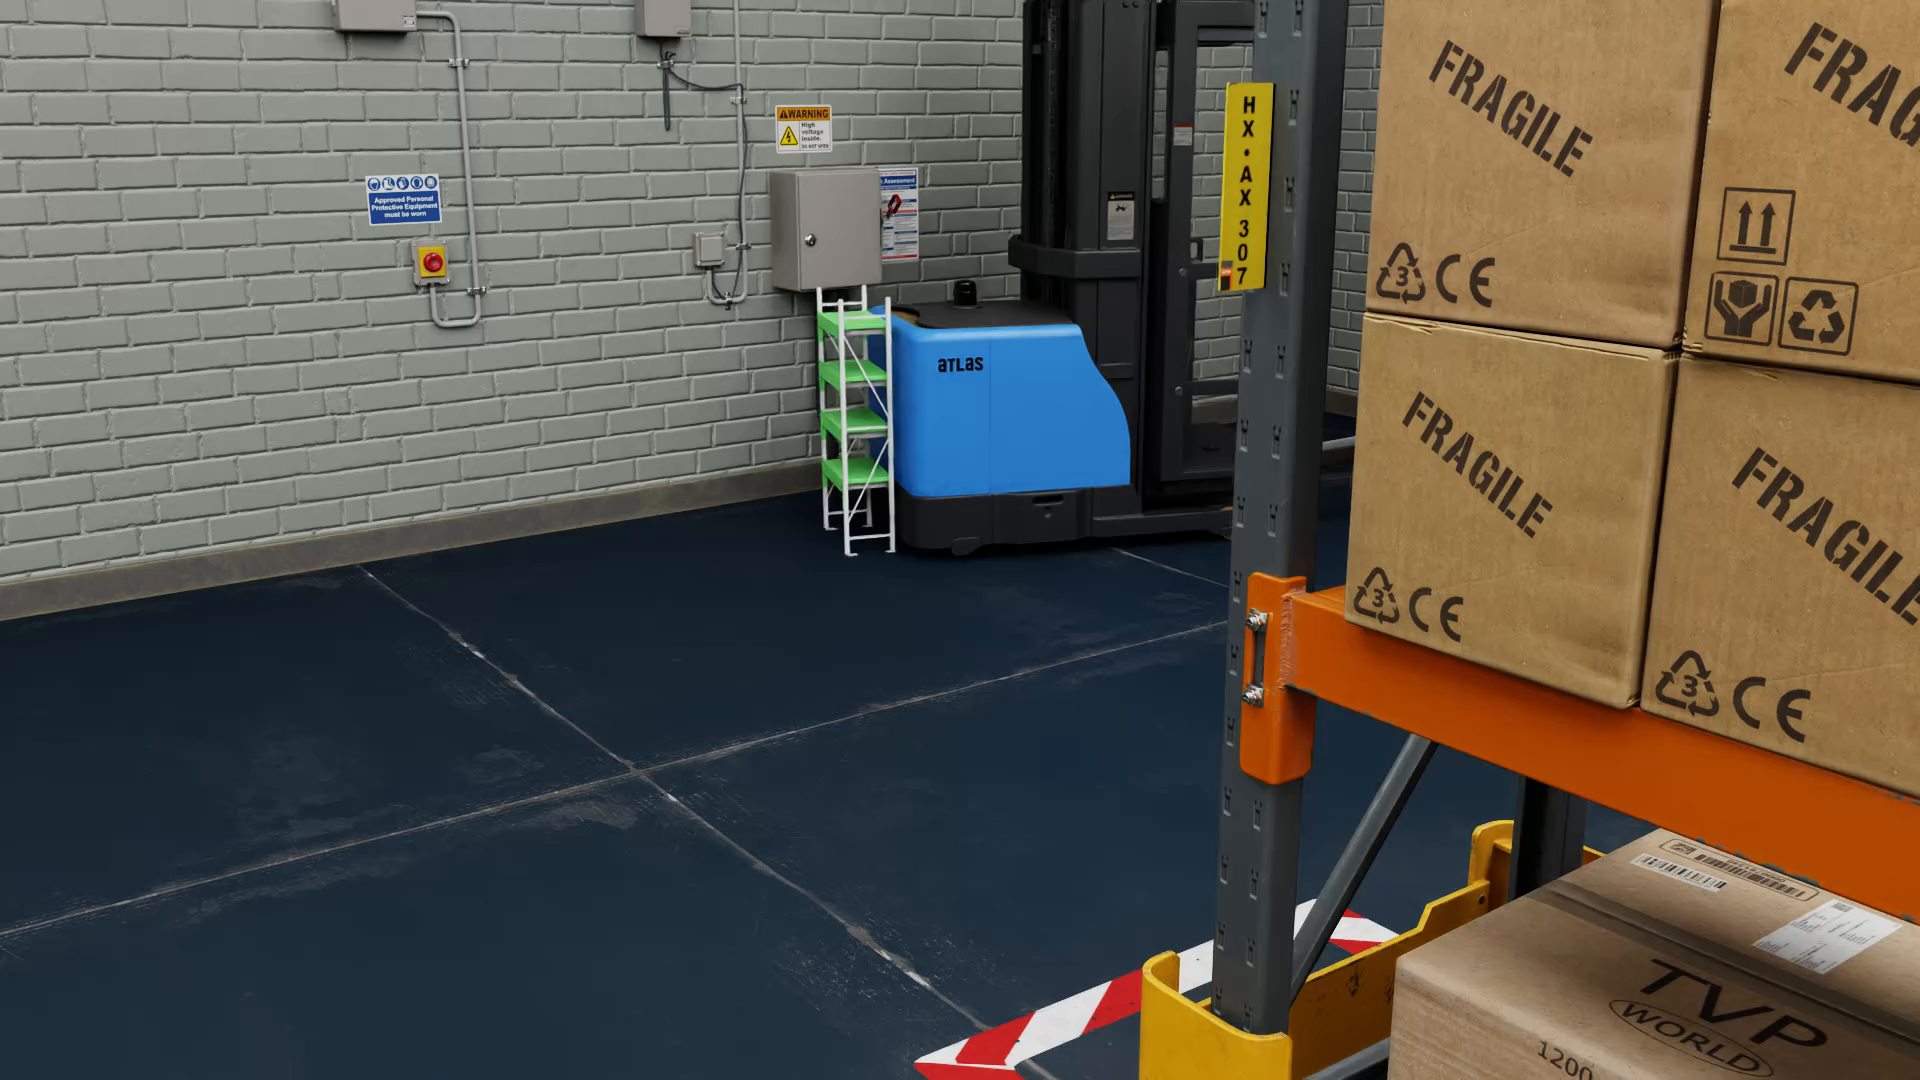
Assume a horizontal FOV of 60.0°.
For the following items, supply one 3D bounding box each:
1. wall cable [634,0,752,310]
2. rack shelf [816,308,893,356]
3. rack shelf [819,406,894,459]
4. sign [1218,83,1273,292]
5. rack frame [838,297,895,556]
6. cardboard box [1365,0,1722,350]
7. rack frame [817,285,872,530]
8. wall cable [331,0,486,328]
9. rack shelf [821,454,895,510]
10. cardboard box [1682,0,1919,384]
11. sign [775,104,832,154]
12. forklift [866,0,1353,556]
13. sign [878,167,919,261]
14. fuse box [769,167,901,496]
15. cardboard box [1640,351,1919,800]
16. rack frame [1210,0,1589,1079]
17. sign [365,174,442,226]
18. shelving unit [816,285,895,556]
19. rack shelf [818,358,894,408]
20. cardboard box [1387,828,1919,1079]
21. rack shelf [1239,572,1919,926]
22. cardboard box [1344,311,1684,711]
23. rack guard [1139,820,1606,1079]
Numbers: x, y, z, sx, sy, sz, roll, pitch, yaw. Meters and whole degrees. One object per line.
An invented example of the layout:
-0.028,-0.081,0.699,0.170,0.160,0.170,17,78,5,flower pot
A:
-1.283,-2.107,8.169,0.588,1.984,0.122,-11,19,-35,wall cable
-0.499,-0.976,7.790,0.258,0.148,0.480,-5,16,-15,rack shelf
-0.495,-0.514,7.918,0.258,0.148,0.480,-5,16,-15,rack shelf
0.458,-0.565,2.669,0.100,0.325,0.005,-11,19,-35,sign
-0.428,-0.513,7.675,0.240,1.200,0.015,-5,16,-15,rack frame
0.963,-0.578,2.422,0.500,0.500,0.500,-11,19,-36,cardboard box
-0.563,-0.637,8.127,0.240,1.200,0.015,-5,16,-15,rack frame
-2.424,-1.900,7.351,0.585,1.953,0.123,-11,19,-35,wall cable
-0.493,-0.282,7.982,0.258,0.148,0.480,-5,16,-15,rack shelf
1.272,-0.469,2.023,0.500,0.500,0.500,-11,19,-36,cardboard box
-0.805,-2.123,8.588,0.339,0.242,0.001,-11,19,-35,sign
1.097,-1.539,8.145,3.031,2.935,1.130,-4,16,-15,forklift
-0.361,-1.765,9.021,0.329,0.494,0.001,-11,19,-35,sign
-0.639,-1.068,8.737,0.539,1.711,0.414,-11,19,-35,fuse box
1.281,0.008,2.174,0.500,0.500,0.500,-11,19,-35,cardboard box
0.911,-0.194,3.103,1.000,3.000,0.127,-11,19,-35,rack frame
-2.499,-1.531,7.474,0.327,0.218,0.001,-11,19,-35,sign
-0.495,-0.575,7.901,0.258,1.200,0.503,-5,16,-15,shelving unit
-0.497,-0.745,7.854,0.258,0.148,0.480,-5,16,-15,rack shelf
1.380,0.964,2.928,0.875,0.438,0.875,-12,19,-36,cardboard box
2.087,0.580,1.638,1.077,0.370,4.000,-11,19,-35,rack shelf
0.961,-0.095,2.553,0.500,0.500,0.500,-11,19,-35,cardboard box
0.897,1.006,3.452,1.175,0.500,0.348,-11,19,-35,rack guard
